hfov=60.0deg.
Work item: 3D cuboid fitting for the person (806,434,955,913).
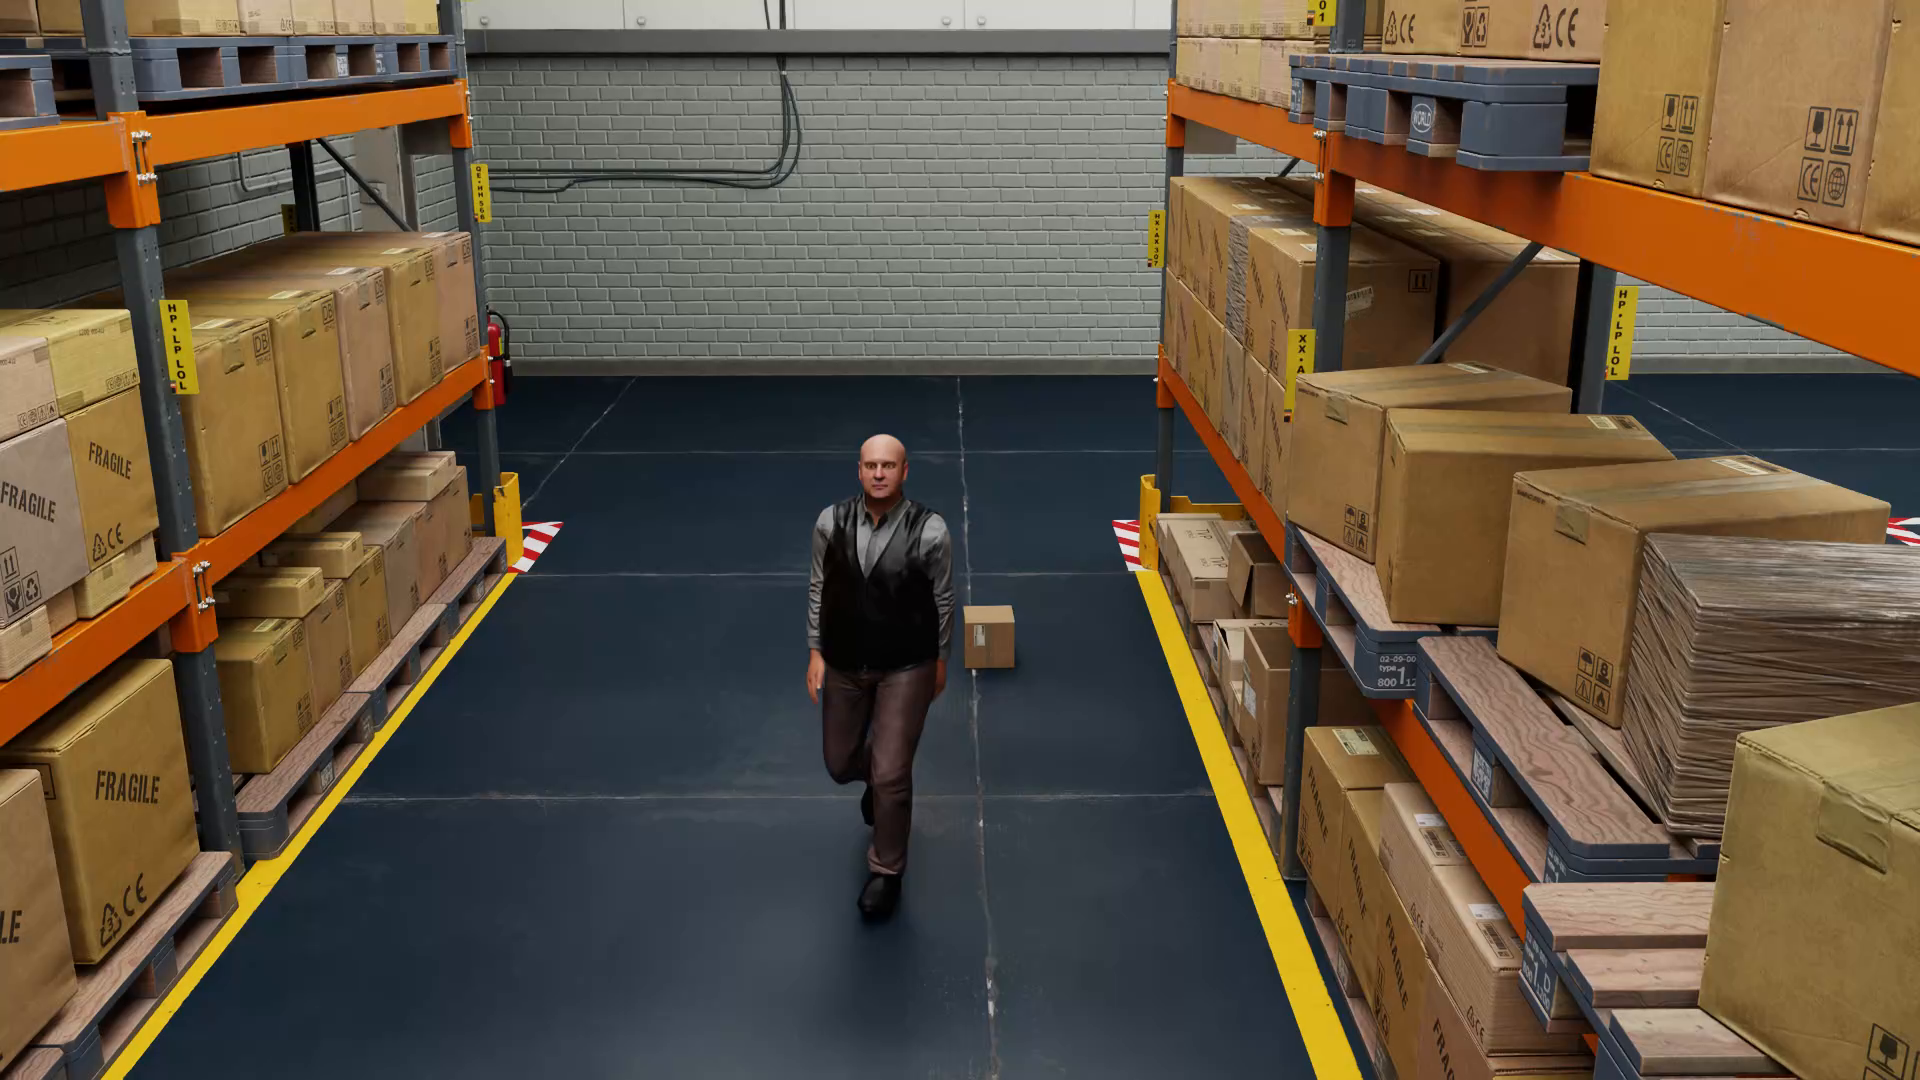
[{"bbox_3d":[-0.286,0.439,6.107,0.532,1.694,0.821,5,18,15],"label":"person"}]
